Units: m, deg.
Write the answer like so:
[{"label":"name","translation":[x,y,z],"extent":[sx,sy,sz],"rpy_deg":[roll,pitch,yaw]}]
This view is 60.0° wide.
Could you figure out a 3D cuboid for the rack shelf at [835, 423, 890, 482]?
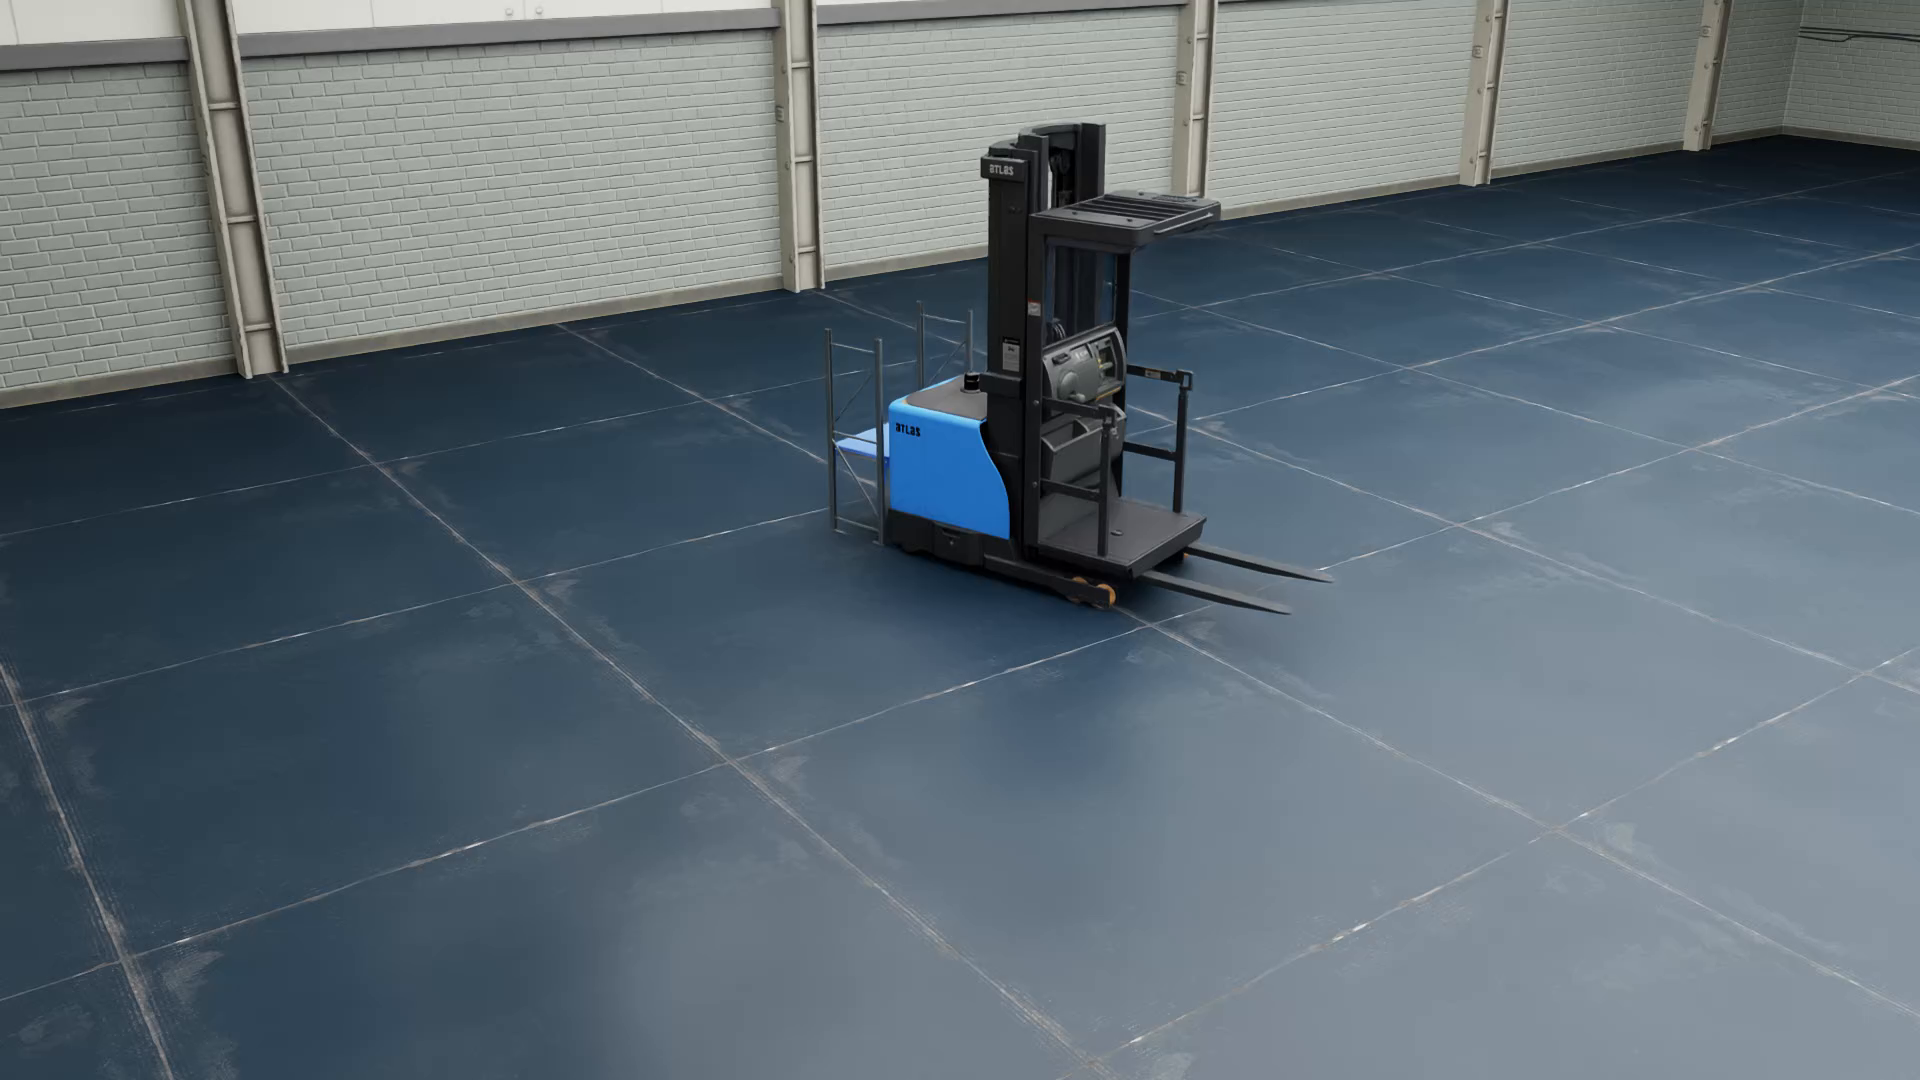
[{"label":"rack shelf","translation":[-0.424,-0.695,12.100],"extent":[0.538,0.185,1.000],"rpy_deg":[16,27,35]}]

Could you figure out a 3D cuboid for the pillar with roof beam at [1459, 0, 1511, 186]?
[{"label":"pillar with roof beam","translation":[10.452,-8.391,20.784],"extent":[0.400,9.000,9.100],"rpy_deg":[-15,26,-33]}]

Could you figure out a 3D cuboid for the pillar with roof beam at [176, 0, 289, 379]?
[{"label":"pillar with roof beam","translation":[-4.160,-4.495,11.020],"extent":[0.400,9.000,9.100],"rpy_deg":[-15,26,-33]}]

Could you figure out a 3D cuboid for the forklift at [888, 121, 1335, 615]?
[{"label":"forklift","translation":[0.988,-1.132,10.778],"extent":[3.031,2.935,1.130],"rpy_deg":[15,26,33]}]

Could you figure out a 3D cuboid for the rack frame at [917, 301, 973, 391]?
[{"label":"rack frame","translation":[-0.114,-1.012,12.407],"extent":[0.500,1.500,0.032],"rpy_deg":[16,27,35]}]

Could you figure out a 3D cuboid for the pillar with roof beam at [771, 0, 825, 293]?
[{"label":"pillar with roof beam","translation":[0.711,-5.794,14.275],"extent":[0.400,9.000,9.100],"rpy_deg":[-15,26,-33]}]

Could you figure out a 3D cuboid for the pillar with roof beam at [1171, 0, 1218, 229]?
[{"label":"pillar with roof beam","translation":[5.581,-7.093,17.529],"extent":[0.400,9.000,9.100],"rpy_deg":[-15,26,-33]}]

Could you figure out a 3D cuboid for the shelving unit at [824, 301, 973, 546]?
[{"label":"shelving unit","translation":[-0.424,-0.862,12.033],"extent":[0.538,1.500,1.048],"rpy_deg":[16,27,35]}]

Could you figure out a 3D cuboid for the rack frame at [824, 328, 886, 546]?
[{"label":"rack frame","translation":[-0.734,-0.713,11.660],"extent":[0.500,1.500,0.032],"rpy_deg":[16,27,35]}]

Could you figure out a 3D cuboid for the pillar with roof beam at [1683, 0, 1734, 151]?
[{"label":"pillar with roof beam","translation":[15.322,-9.690,24.038],"extent":[0.400,9.000,9.100],"rpy_deg":[-15,26,-33]}]

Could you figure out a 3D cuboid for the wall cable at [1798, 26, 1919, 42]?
[{"label":"wall cable","translation":[15.972,-9.783,28.461],"extent":[0.112,2.526,3.097],"rpy_deg":[-15,26,-33]}]
